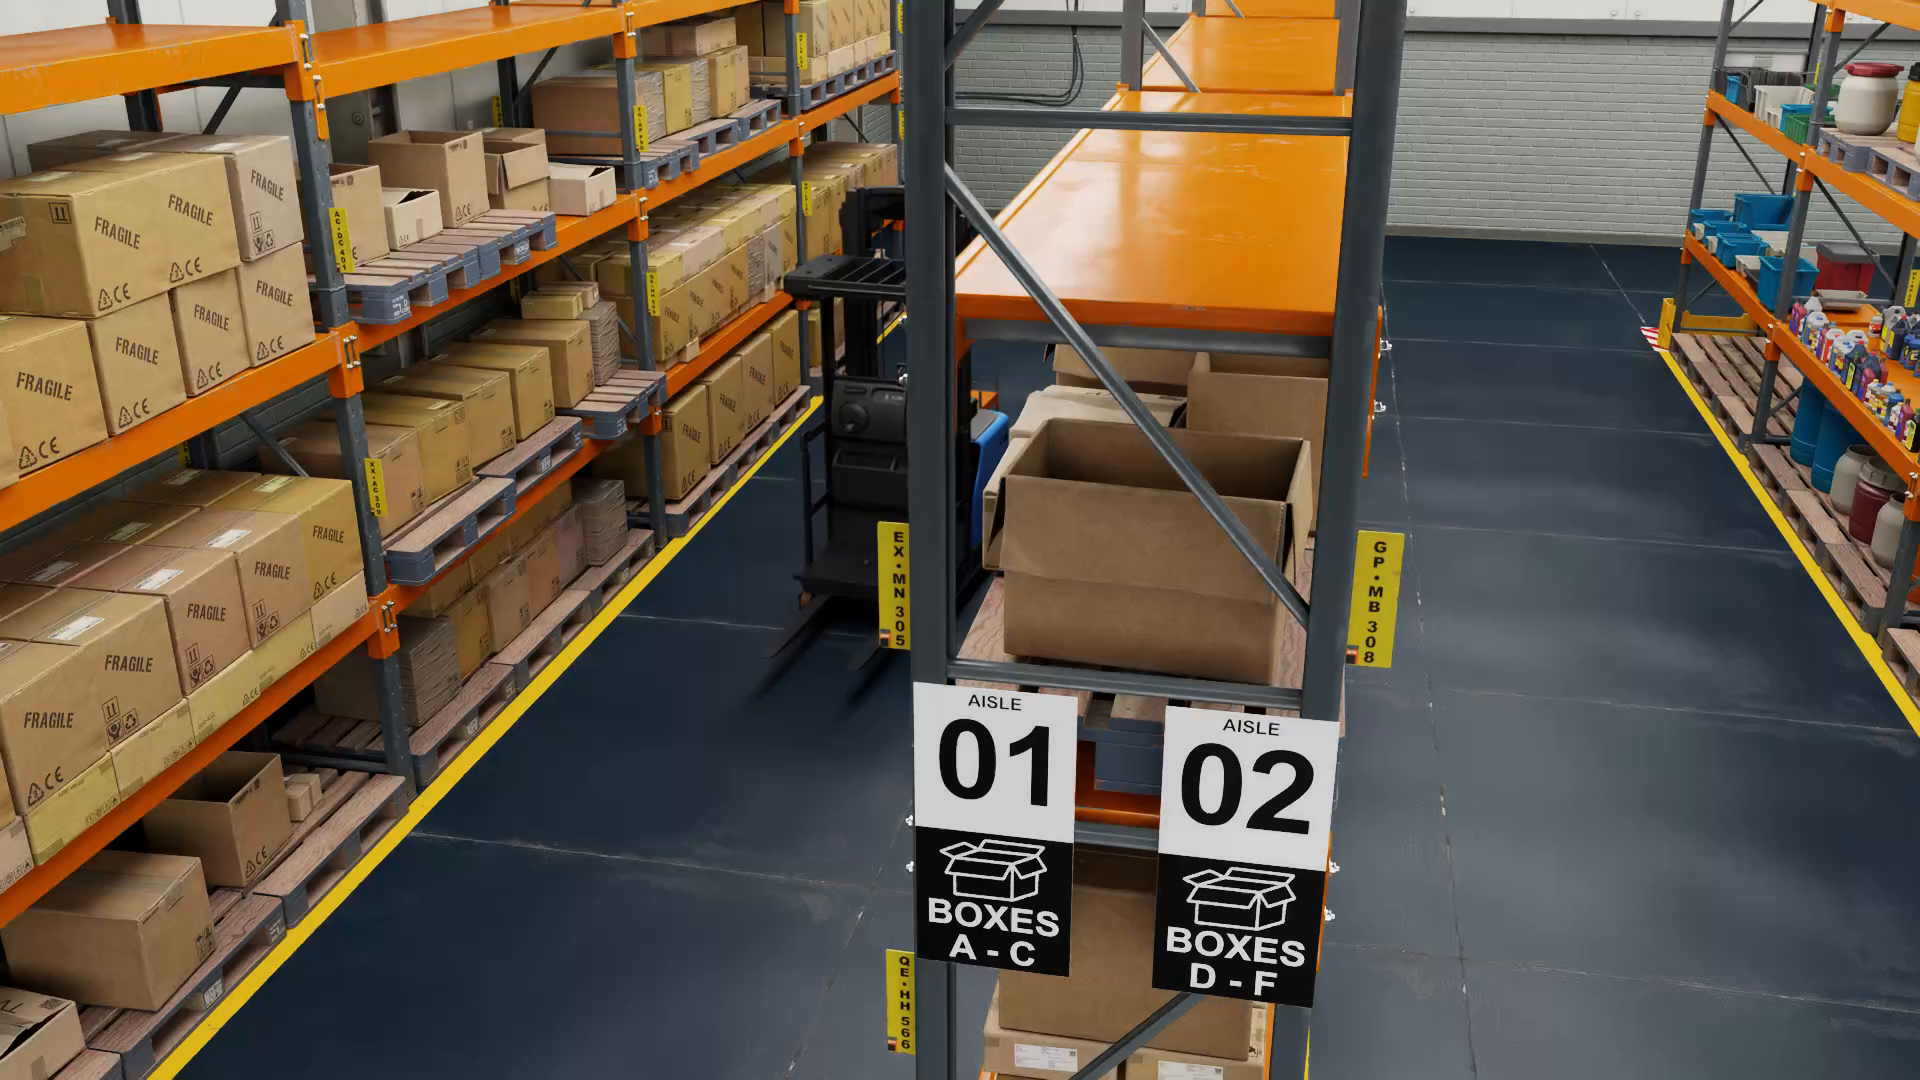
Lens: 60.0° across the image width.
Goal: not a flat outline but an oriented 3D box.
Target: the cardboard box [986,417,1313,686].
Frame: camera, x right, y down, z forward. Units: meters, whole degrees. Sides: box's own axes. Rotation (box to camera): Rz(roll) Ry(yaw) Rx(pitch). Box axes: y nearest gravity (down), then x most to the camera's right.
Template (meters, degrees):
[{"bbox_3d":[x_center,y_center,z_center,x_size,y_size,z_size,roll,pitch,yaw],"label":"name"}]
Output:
[{"bbox_3d":[0.505,0.015,4.399,0.797,0.503,0.637,6,23,15],"label":"cardboard box"}]

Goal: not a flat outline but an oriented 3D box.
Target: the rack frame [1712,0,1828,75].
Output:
[{"bbox_3d":[8.497,-6.332,17.030,1.000,3.000,0.127,4,22,11],"label":"rack frame"}]

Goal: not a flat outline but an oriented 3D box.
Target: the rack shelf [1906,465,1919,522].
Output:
[{"bbox_3d":[6.456,0.442,9.204,1.077,0.370,4.000,4,22,11],"label":"rack shelf"}]

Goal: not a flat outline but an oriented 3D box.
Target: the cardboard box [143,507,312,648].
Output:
[{"bbox_3d":[-3.541,0.176,8.071,0.500,0.500,0.500,4,22,11],"label":"cardboard box"}]

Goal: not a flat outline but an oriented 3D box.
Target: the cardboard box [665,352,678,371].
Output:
[{"bbox_3d":[-2.480,-1.465,13.287,0.380,0.149,0.250,5,22,12],"label":"cardboard box"}]

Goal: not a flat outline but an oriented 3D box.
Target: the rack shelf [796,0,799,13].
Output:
[{"bbox_3d":[-1.610,-5.836,17.298,1.077,0.370,4.000,4,22,11],"label":"rack shelf"}]

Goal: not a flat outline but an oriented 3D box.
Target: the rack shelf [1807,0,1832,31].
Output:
[{"bbox_3d":[8.089,-5.081,15.423,1.077,0.370,4.000,4,22,11],"label":"rack shelf"}]

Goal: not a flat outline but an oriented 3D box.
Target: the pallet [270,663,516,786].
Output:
[{"bbox_3d":[-3.493,1.093,10.357,1.003,0.211,1.213,4,22,11],"label":"pallet"}]

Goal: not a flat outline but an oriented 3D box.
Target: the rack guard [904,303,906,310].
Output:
[{"bbox_3d":[-1.197,-3.154,20.515,1.175,0.500,0.348,4,22,11],"label":"rack guard"}]

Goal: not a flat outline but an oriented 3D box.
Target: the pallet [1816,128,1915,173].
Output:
[{"bbox_3d":[7.616,-3.096,13.263,1.213,0.211,1.003,4,22,11],"label":"pallet"}]

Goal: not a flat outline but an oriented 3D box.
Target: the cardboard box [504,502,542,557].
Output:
[{"bbox_3d":[-3.208,-0.111,11.368,0.500,0.250,0.500,4,22,11],"label":"cardboard box"}]

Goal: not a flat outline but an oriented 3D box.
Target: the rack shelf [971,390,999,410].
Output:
[{"bbox_3d":[0.125,-1.071,13.356,0.258,0.148,0.480,7,23,16],"label":"rack shelf"}]

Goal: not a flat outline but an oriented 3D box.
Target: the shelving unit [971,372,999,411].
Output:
[{"bbox_3d":[0.125,-0.707,13.503,0.258,1.200,0.503,7,23,16],"label":"shelving unit"}]

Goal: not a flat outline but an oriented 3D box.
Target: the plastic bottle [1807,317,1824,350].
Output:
[{"bbox_3d":[7.088,-1.712,13.762,0.097,0.271,0.097,0,22,0],"label":"plastic bottle"}]

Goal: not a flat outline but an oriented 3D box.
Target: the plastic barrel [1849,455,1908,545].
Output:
[{"bbox_3d":[7.178,-0.293,12.731,0.600,0.588,0.708,4,22,11],"label":"plastic barrel"}]

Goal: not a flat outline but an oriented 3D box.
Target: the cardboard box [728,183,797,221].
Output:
[{"bbox_3d":[-1.863,-3.193,15.703,0.500,0.250,0.500,5,22,12],"label":"cardboard box"}]

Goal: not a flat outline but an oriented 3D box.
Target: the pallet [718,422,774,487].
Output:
[{"bbox_3d":[-2.349,-0.812,15.088,1.003,0.211,1.213,4,22,11],"label":"pallet"}]

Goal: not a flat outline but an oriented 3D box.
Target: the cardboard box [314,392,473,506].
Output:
[{"bbox_3d":[-3.392,-0.553,9.990,0.700,0.500,0.500,7,23,16],"label":"cardboard box"}]

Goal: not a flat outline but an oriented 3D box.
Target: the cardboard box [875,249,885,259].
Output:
[{"bbox_3d":[-1.095,-3.316,19.487,0.380,0.149,0.250,4,22,10],"label":"cardboard box"}]

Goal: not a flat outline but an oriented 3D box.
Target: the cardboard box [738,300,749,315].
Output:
[{"bbox_3d":[-2.112,-2.128,14.931,0.380,0.149,0.250,4,22,9],"label":"cardboard box"}]

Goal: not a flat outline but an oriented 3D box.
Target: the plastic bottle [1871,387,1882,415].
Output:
[{"bbox_3d":[6.717,-1.015,12.124,0.097,0.201,0.097,0,22,0],"label":"plastic bottle"}]

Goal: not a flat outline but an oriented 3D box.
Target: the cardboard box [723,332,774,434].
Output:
[{"bbox_3d":[-2.202,-1.466,15.294,0.750,0.750,0.750,5,23,13],"label":"cardboard box"}]

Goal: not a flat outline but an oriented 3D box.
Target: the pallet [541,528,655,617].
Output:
[{"bbox_3d":[-2.995,0.201,12.573,1.003,0.211,1.213,4,22,11],"label":"pallet"}]

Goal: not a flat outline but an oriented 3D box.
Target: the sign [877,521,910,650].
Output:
[{"bbox_3d":[-0.145,0.112,3.967,0.100,0.325,0.005,4,22,11],"label":"sign"}]

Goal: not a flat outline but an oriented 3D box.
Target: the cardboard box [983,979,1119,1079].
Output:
[{"bbox_3d":[0.275,1.422,4.805,0.380,0.149,0.250,4,22,10],"label":"cardboard box"}]

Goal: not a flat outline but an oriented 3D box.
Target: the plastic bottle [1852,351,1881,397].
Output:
[{"bbox_3d":[6.836,-1.254,12.518,0.144,0.351,0.185,4,22,11],"label":"plastic bottle"}]

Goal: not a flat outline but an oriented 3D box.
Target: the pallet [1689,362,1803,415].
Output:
[{"bbox_3d":[8.039,-1.512,16.826,1.003,0.211,1.213,4,22,11],"label":"pallet"}]

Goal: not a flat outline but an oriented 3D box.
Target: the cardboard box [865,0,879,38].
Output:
[{"bbox_3d":[-1.197,-5.744,18.088,0.500,0.500,0.500,5,23,13],"label":"cardboard box"}]

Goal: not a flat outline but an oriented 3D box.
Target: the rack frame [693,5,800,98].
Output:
[{"bbox_3d":[-2.018,-5.624,15.273,1.000,3.000,0.127,4,22,11],"label":"rack frame"}]

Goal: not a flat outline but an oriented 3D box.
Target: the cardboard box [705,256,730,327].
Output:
[{"bbox_3d":[-2.266,-2.103,14.000,0.500,0.500,0.500,4,22,11],"label":"cardboard box"}]

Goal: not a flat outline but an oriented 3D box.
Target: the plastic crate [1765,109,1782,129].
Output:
[{"bbox_3d":[7.567,-3.849,15.234,0.293,0.136,0.466,4,22,11],"label":"plastic crate"}]

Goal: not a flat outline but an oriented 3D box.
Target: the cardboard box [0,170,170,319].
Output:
[{"bbox_3d":[-3.685,-1.230,6.877,0.500,0.500,0.500,4,22,9],"label":"cardboard box"}]

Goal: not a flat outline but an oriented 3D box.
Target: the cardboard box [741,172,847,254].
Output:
[{"bbox_3d":[-1.737,-3.444,17.489,0.980,0.700,0.700,4,22,10],"label":"cardboard box"}]

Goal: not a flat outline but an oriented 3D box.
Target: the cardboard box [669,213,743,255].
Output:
[{"bbox_3d":[-2.184,-2.633,14.314,0.500,0.250,0.500,4,22,10],"label":"cardboard box"}]

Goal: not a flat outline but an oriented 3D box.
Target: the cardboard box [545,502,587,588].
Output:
[{"bbox_3d":[-3.149,0.024,12.037,0.700,0.500,0.500,4,22,11],"label":"cardboard box"}]

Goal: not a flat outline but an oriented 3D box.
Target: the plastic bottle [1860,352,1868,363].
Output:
[{"bbox_3d":[6.887,-1.279,12.671,0.061,0.283,0.133,4,22,11],"label":"plastic bottle"}]

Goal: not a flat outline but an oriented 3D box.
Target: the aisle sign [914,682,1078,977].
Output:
[{"bbox_3d":[0.083,0.719,4.073,0.394,0.787,0.004,4,22,11],"label":"aisle sign"}]

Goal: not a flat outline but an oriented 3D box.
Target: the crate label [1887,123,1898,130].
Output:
[{"bbox_3d":[8.063,-3.512,14.397,0.293,0.136,0.466,4,22,11],"label":"crate label"}]

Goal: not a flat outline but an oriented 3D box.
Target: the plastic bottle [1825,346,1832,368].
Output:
[{"bbox_3d":[6.974,-1.475,13.266,0.097,0.201,0.097,0,22,0],"label":"plastic bottle"}]

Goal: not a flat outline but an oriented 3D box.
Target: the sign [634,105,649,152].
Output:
[{"bbox_3d":[-2.304,-2.968,12.000,0.100,0.325,0.005,4,22,11],"label":"sign"}]

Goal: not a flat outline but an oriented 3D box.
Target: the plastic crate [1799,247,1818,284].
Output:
[{"bbox_3d":[8.172,-2.603,15.881,0.437,0.282,0.530,4,22,11],"label":"plastic crate"}]

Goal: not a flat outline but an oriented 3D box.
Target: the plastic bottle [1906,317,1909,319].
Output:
[{"bbox_3d":[7.842,-1.726,13.791,0.152,0.276,0.135,4,22,11],"label":"plastic bottle"}]

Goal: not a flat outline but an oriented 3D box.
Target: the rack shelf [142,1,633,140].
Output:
[{"bbox_3d":[-3.242,-2.911,10.033,1.077,0.370,4.000,4,22,11],"label":"rack shelf"}]

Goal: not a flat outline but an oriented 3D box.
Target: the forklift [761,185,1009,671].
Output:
[{"bbox_3d":[-0.531,-0.892,11.646,1.130,2.935,3.031,7,23,16],"label":"forklift"}]

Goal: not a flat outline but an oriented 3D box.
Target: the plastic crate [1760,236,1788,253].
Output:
[{"bbox_3d":[8.434,-3.038,17.153,0.396,0.136,0.243,4,22,11],"label":"plastic crate"}]

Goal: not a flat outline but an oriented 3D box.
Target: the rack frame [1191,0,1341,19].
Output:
[{"bbox_3d":[2.016,-3.785,10.706,1.000,3.000,0.127,4,22,11],"label":"rack frame"}]

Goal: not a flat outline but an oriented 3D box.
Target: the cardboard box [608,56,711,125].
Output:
[{"bbox_3d":[-2.520,-3.783,13.993,0.700,0.500,0.500,4,22,11],"label":"cardboard box"}]

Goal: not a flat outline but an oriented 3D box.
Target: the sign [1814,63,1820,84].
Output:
[{"bbox_3d":[9.038,-4.856,17.520,0.100,0.325,0.005,4,22,11],"label":"sign"}]

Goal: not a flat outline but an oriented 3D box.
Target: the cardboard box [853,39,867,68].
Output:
[{"bbox_3d":[-1.298,-5.198,17.735,0.500,0.250,0.500,4,22,9],"label":"cardboard box"}]

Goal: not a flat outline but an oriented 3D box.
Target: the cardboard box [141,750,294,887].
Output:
[{"bbox_3d":[-3.823,1.422,8.564,0.500,0.500,0.500,3,22,7],"label":"cardboard box"}]

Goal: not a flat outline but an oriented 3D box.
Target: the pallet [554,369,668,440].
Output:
[{"bbox_3d":[-2.875,-1.021,12.130,1.213,0.211,1.003,4,22,11],"label":"pallet"}]

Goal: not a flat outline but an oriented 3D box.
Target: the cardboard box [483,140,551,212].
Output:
[{"bbox_3d":[-3.190,-2.360,11.018,0.797,0.503,0.637,8,23,18],"label":"cardboard box"}]

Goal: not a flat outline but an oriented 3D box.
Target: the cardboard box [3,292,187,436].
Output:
[{"bbox_3d":[-3.703,-0.770,7.074,0.500,0.500,0.500,4,22,9],"label":"cardboard box"}]

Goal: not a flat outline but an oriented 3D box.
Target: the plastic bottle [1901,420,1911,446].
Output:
[{"bbox_3d":[6.571,-0.752,11.473,0.097,0.201,0.097,0,22,0],"label":"plastic bottle"}]

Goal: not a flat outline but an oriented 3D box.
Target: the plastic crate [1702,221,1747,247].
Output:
[{"bbox_3d":[7.990,-3.193,17.411,0.416,0.233,0.300,4,22,11],"label":"plastic crate"}]

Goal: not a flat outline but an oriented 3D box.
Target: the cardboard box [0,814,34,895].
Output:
[{"bbox_3d":[-3.964,1.262,6.378,0.500,0.250,0.500,4,22,9],"label":"cardboard box"}]

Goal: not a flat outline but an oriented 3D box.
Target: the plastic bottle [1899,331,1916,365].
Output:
[{"bbox_3d":[7.613,-1.542,13.340,0.097,0.271,0.097,0,22,0],"label":"plastic bottle"}]
